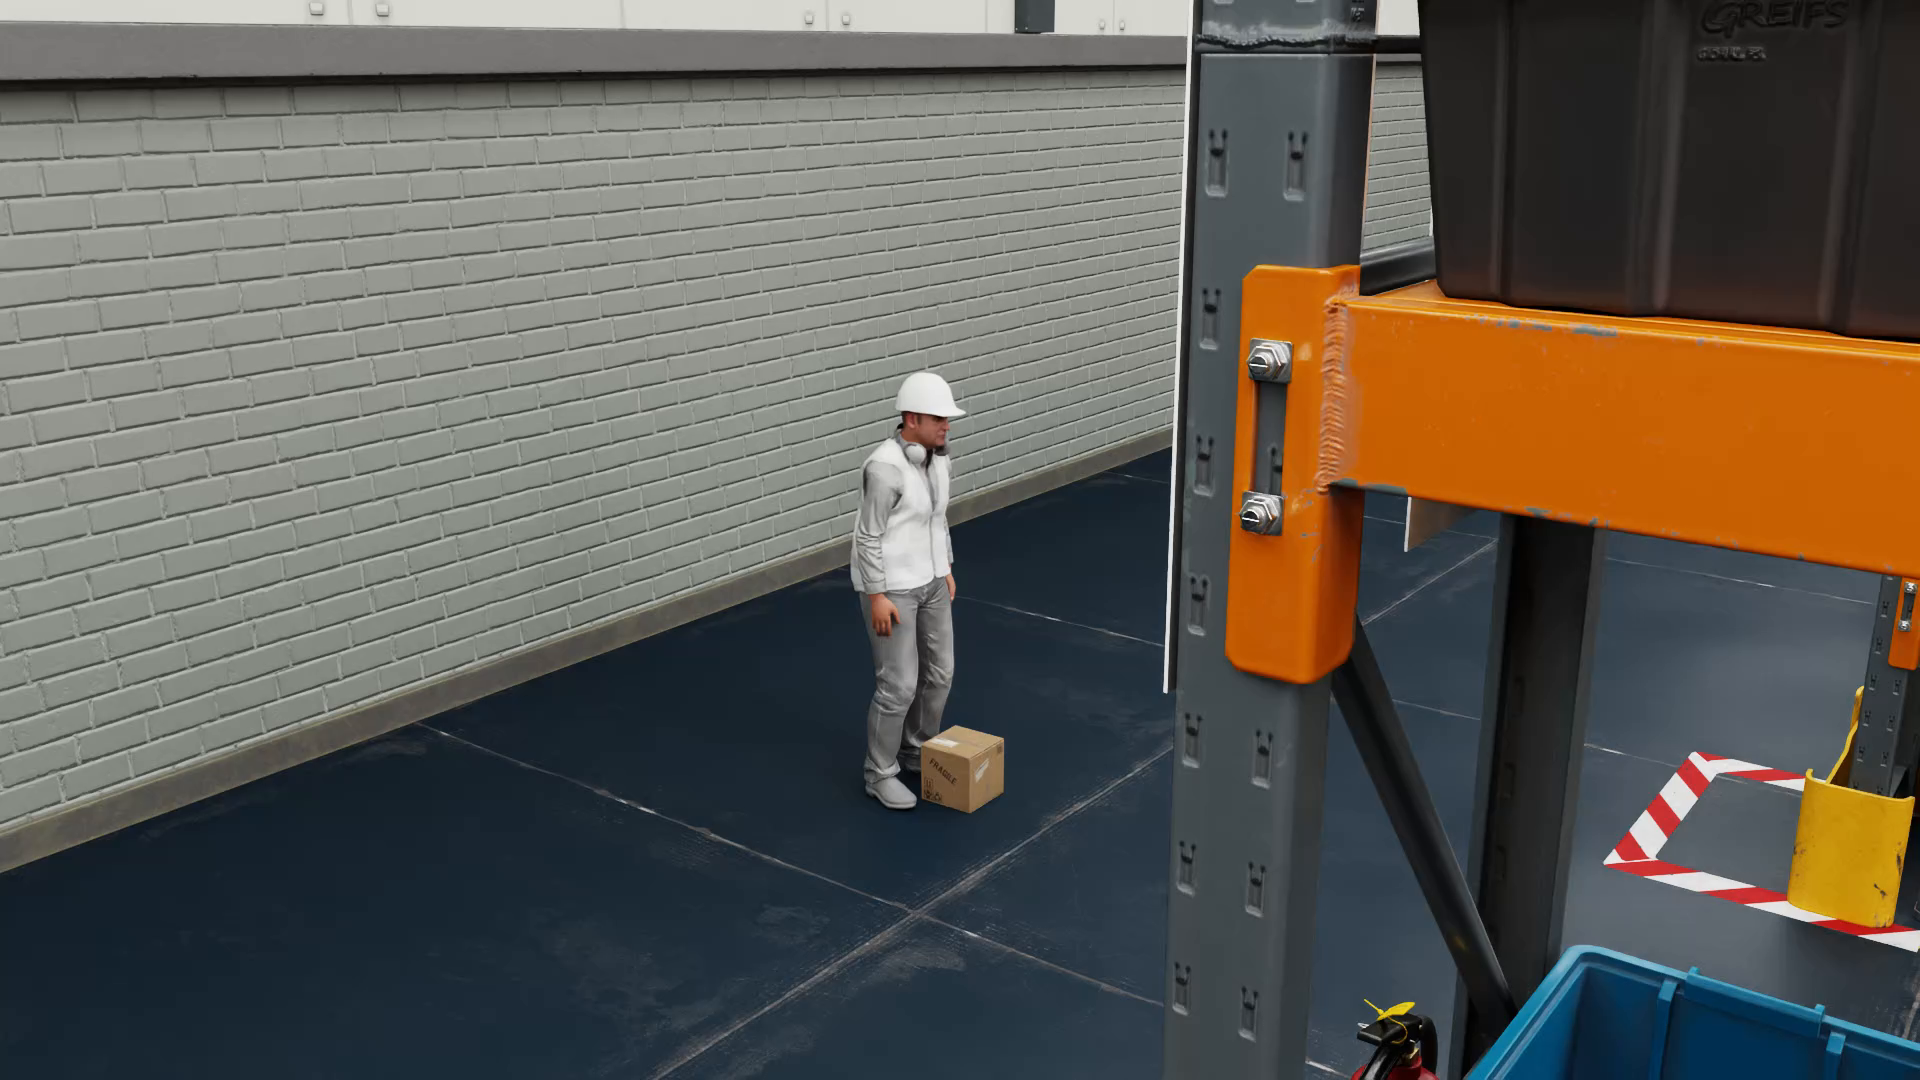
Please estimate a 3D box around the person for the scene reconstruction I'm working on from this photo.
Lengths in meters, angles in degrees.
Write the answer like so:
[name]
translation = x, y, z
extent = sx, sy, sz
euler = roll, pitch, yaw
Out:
[person]
translation = -0.203, 0.183, 6.874
extent = 0.465, 1.769, 0.581
euler = 11, 20, 32
